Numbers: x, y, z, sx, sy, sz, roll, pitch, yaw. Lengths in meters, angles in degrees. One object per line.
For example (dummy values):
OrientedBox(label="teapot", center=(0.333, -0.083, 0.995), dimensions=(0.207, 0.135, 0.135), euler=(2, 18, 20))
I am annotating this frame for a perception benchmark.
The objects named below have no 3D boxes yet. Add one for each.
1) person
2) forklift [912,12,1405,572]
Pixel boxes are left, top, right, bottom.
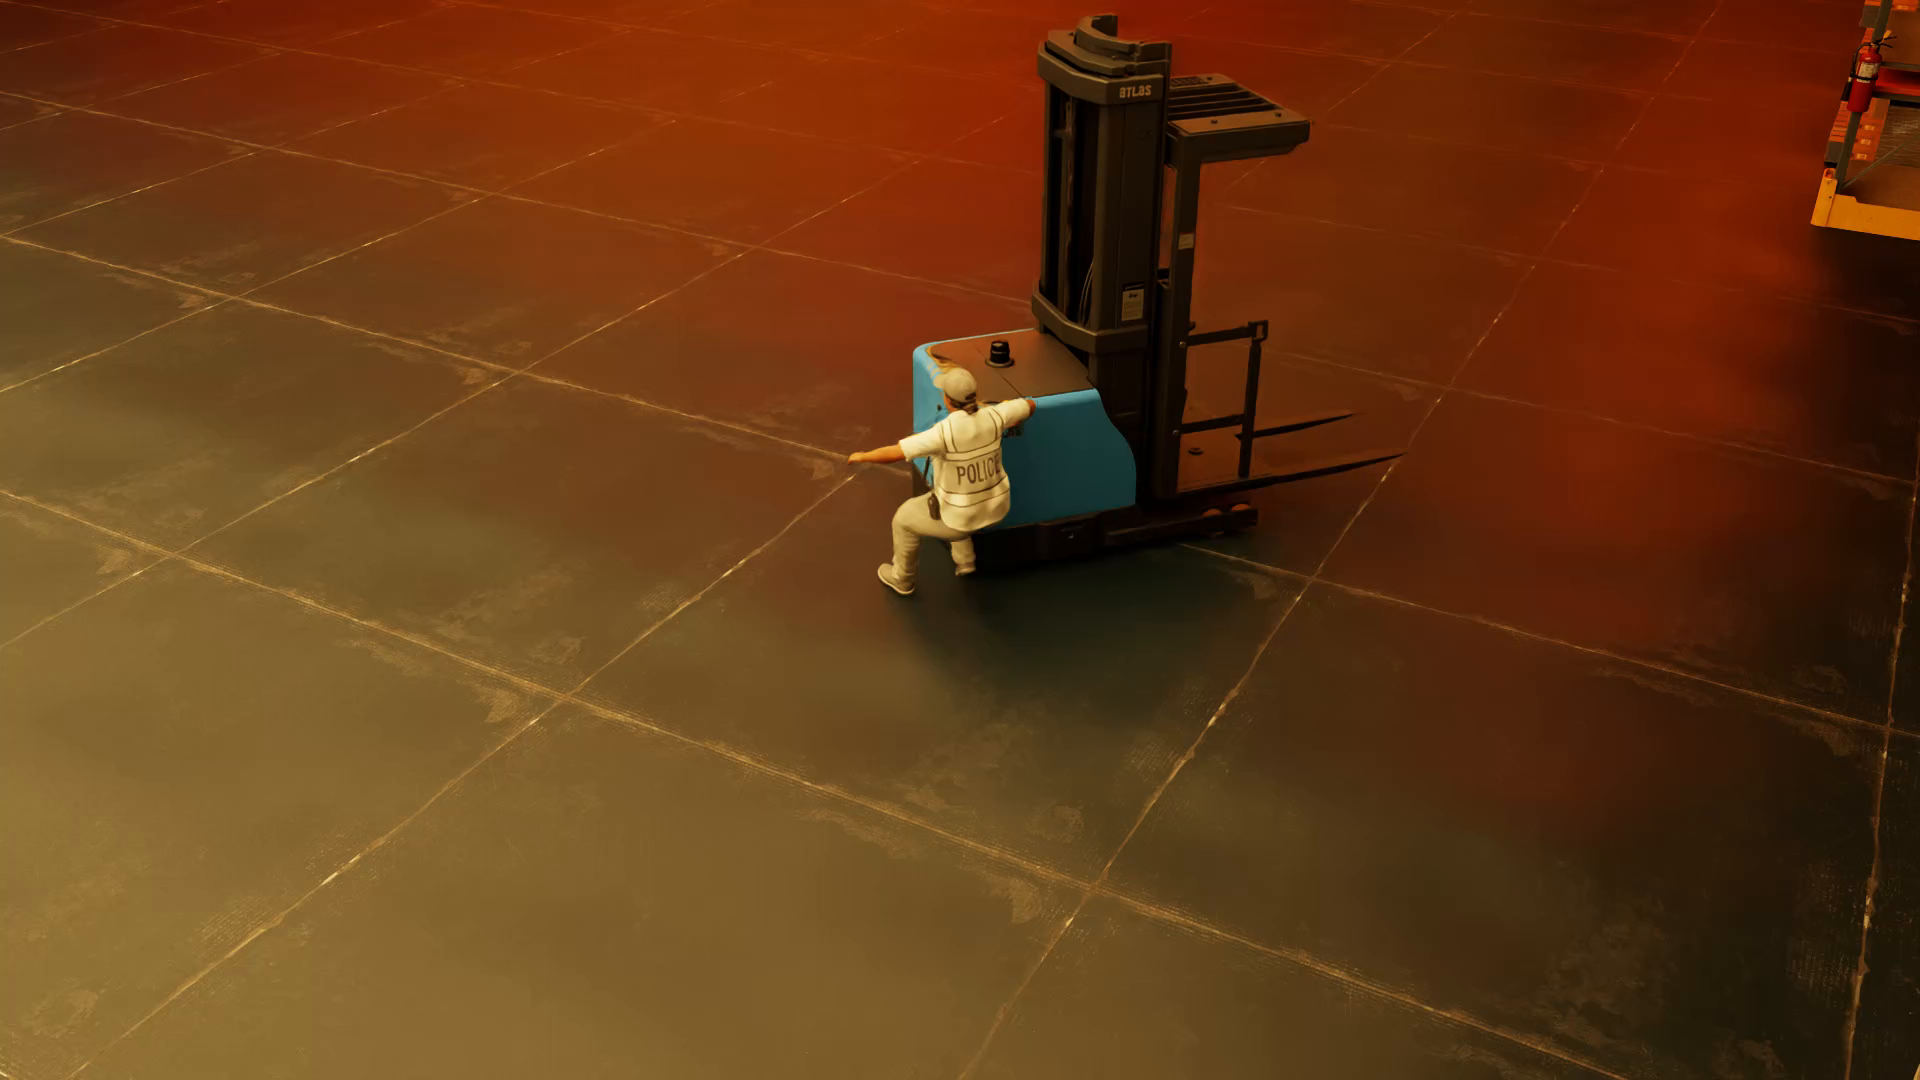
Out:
OrientedBox(label="person", center=(-0.094, -0.324, 9.082), dimensions=(1.039, 1.473, 0.809), euler=(-18, 35, -28))
OrientedBox(label="forklift", center=(1.278, -1.526, 9.715), dimensions=(3.031, 2.935, 1.130), euler=(-10, 32, -17))
